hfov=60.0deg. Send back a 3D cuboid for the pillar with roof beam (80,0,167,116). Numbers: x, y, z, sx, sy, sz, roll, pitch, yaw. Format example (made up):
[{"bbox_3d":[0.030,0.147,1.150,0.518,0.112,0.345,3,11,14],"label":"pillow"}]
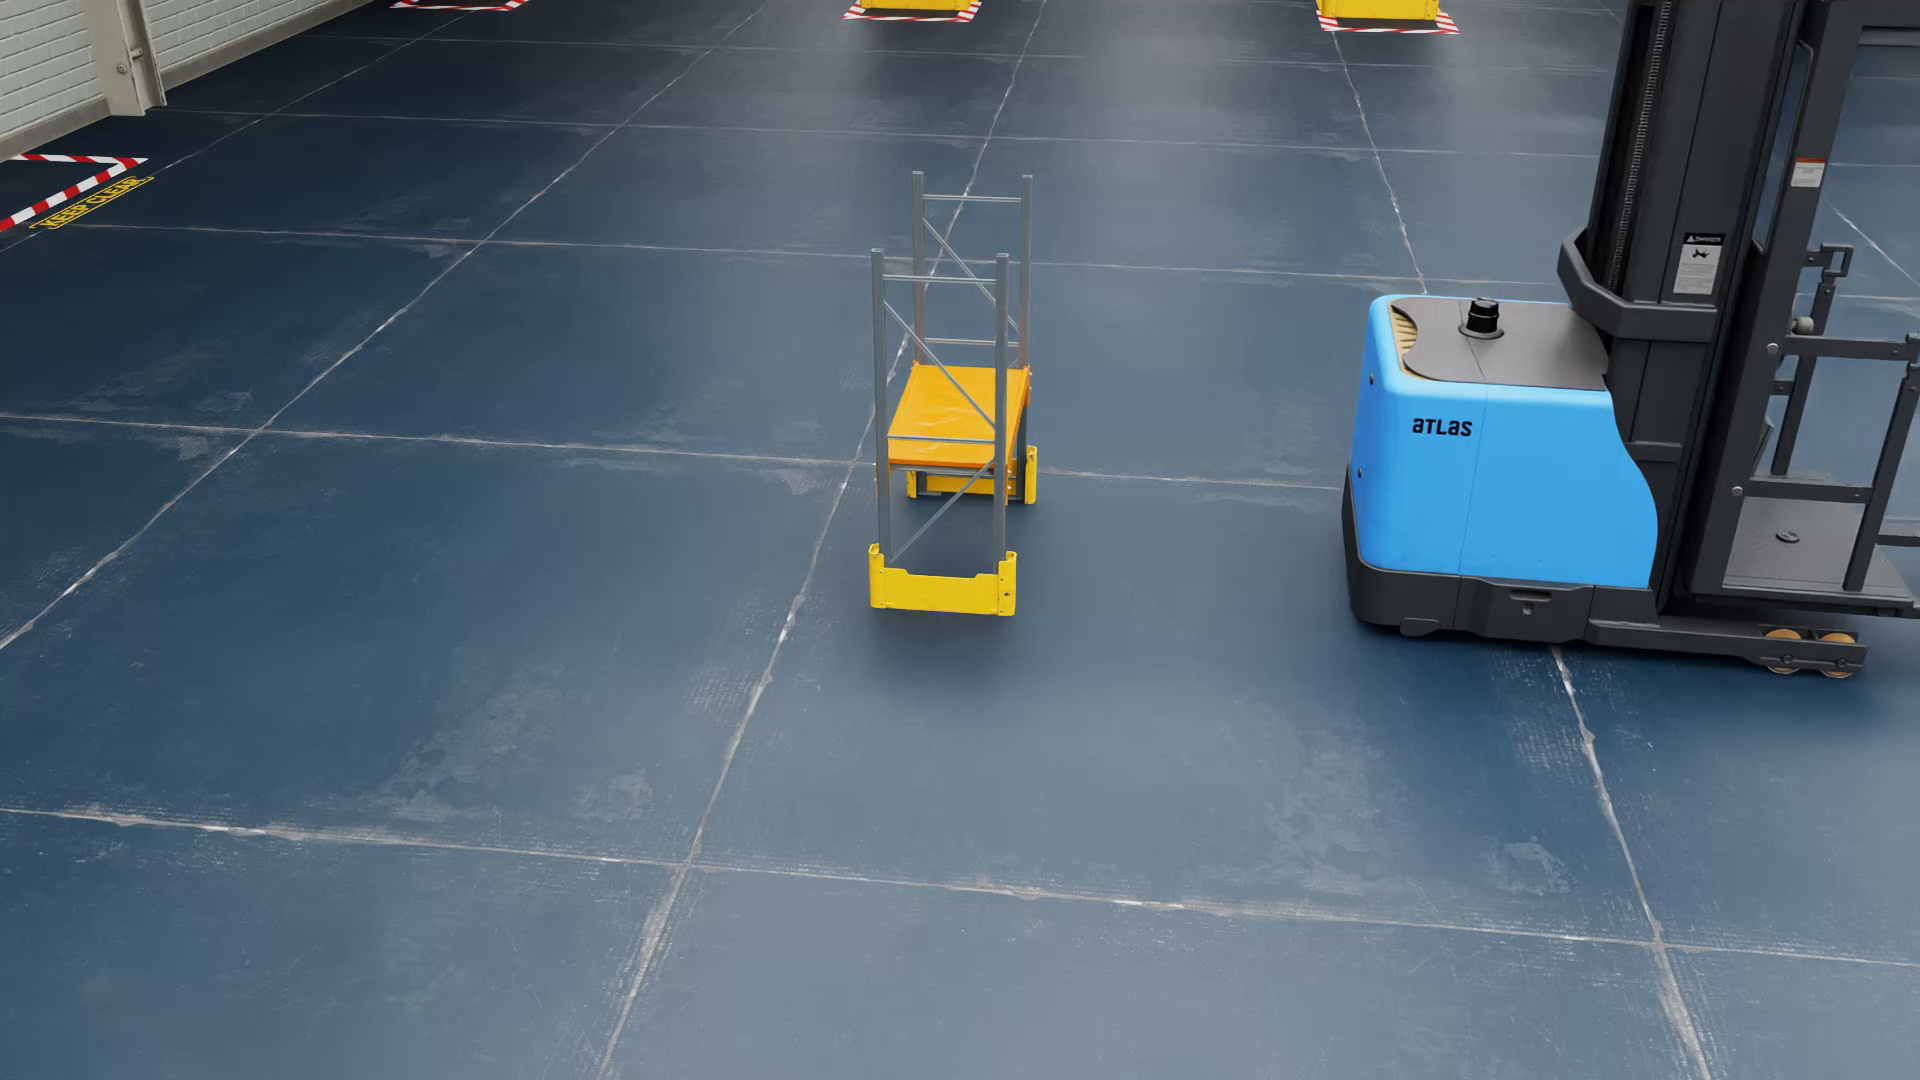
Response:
[{"bbox_3d":[-2.630,-7.324,11.358,9.100,9.000,0.400,3,28,6],"label":"pillar with roof beam"}]

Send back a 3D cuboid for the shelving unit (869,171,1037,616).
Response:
[{"bbox_3d":[-0.009,-0.624,6.828,0.587,1.500,1.083,3,28,6],"label":"shelving unit"}]

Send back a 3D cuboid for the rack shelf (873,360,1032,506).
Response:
[{"bbox_3d":[-0.010,-0.462,6.905,0.538,0.185,1.000,3,28,6],"label":"rack shelf"}]

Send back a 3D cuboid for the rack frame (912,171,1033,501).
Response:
[{"bbox_3d":[0.052,-0.859,7.264,0.500,1.500,0.032,3,28,6],"label":"rack frame"}]

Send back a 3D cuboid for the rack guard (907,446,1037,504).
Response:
[{"bbox_3d":[0.052,-0.309,7.559,0.587,0.250,0.087,3,28,6],"label":"rack guard"}]

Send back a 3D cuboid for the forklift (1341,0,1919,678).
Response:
[{"bbox_3d":[3.111,-1.040,6.090,3.031,2.935,1.130,4,29,8],"label":"forklift"}]

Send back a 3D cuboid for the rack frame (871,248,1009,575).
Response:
[{"bbox_3d":[-0.073,-0.381,6.376,0.500,1.500,0.032,3,28,6],"label":"rack frame"}]

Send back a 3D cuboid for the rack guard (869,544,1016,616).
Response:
[{"bbox_3d":[-0.070,0.160,6.689,0.587,0.250,0.087,3,28,6],"label":"rack guard"}]

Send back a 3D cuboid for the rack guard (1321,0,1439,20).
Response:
[{"bbox_3d":[4.401,-5.740,17.378,1.175,0.500,0.348,3,28,6],"label":"rack guard"}]

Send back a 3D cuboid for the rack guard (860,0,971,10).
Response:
[{"bbox_3d":[-0.480,-5.980,17.823,1.175,0.500,0.348,3,28,6],"label":"rack guard"}]
